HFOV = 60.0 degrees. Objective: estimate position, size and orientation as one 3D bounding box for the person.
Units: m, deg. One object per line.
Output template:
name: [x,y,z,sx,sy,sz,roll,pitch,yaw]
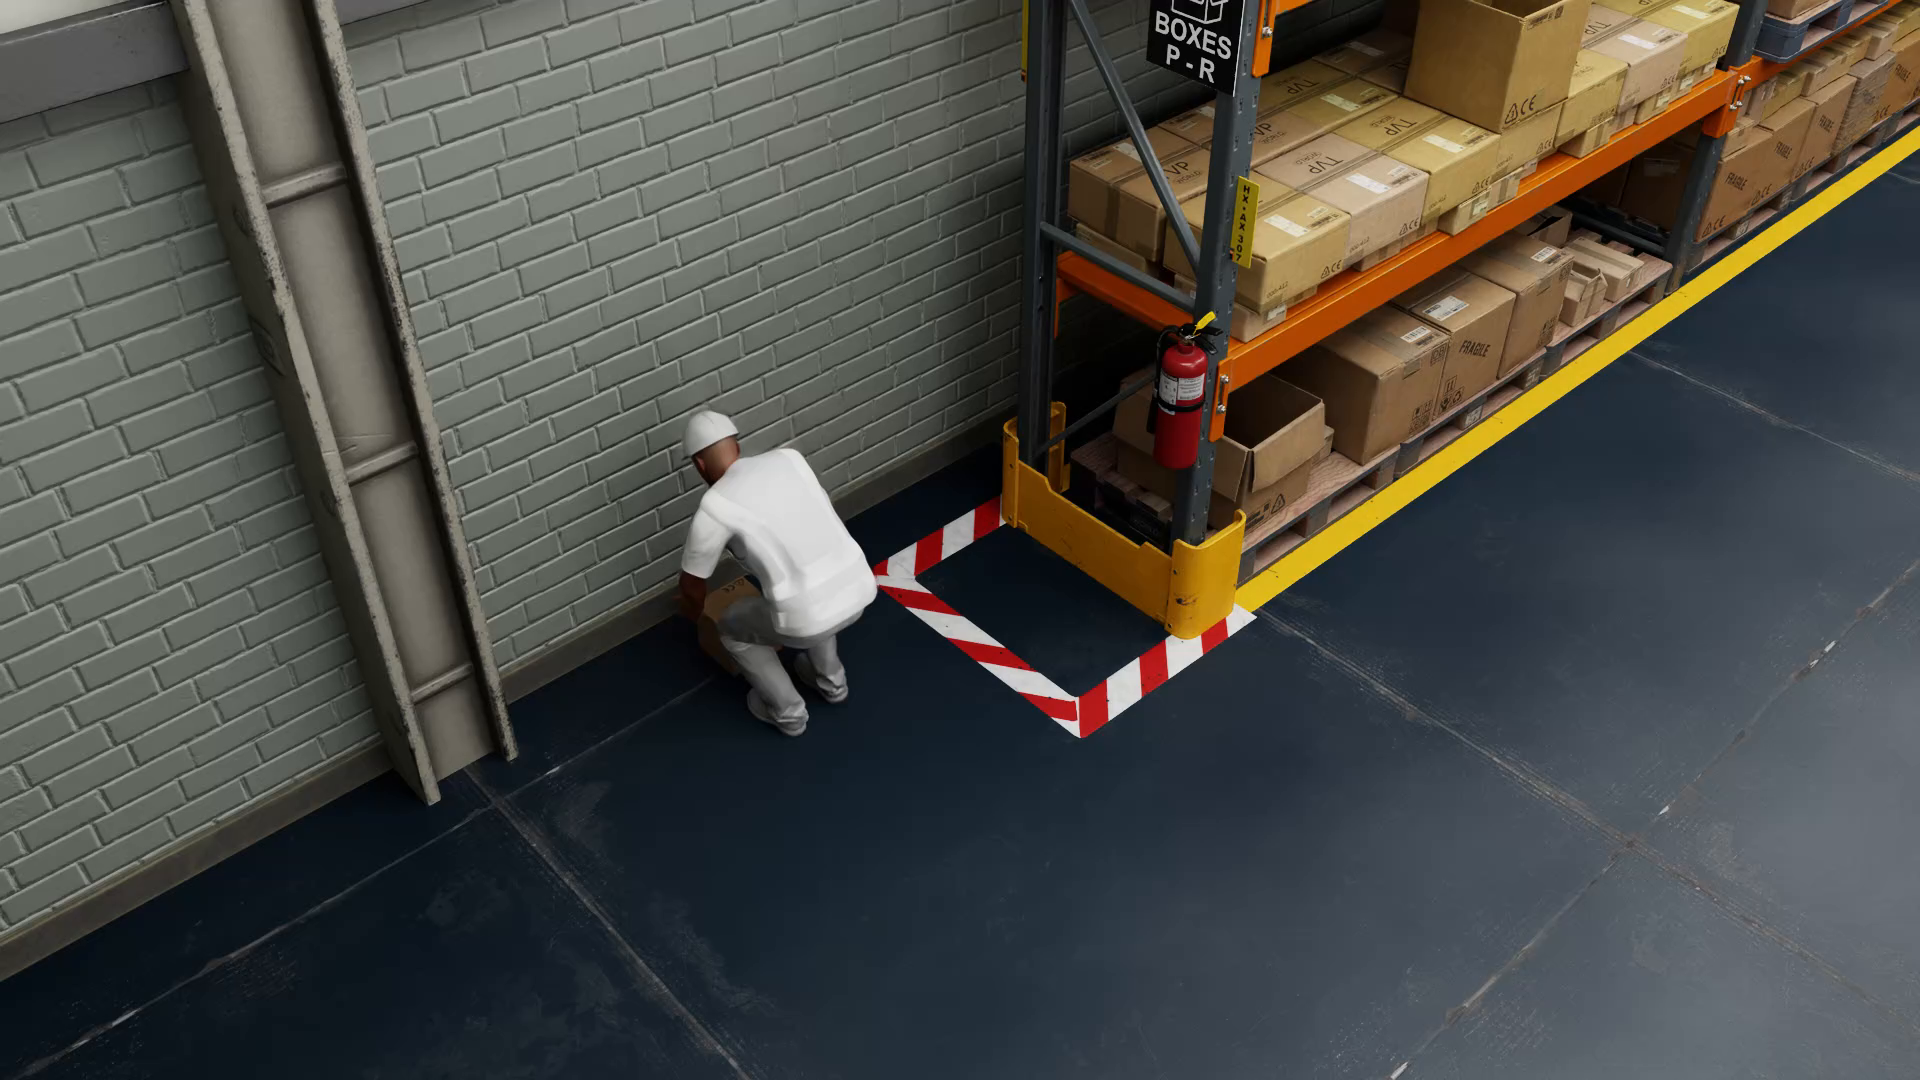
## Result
person: [-0.722,0.155,6.353,0.625,1.253,0.828,-30,48,-31]
